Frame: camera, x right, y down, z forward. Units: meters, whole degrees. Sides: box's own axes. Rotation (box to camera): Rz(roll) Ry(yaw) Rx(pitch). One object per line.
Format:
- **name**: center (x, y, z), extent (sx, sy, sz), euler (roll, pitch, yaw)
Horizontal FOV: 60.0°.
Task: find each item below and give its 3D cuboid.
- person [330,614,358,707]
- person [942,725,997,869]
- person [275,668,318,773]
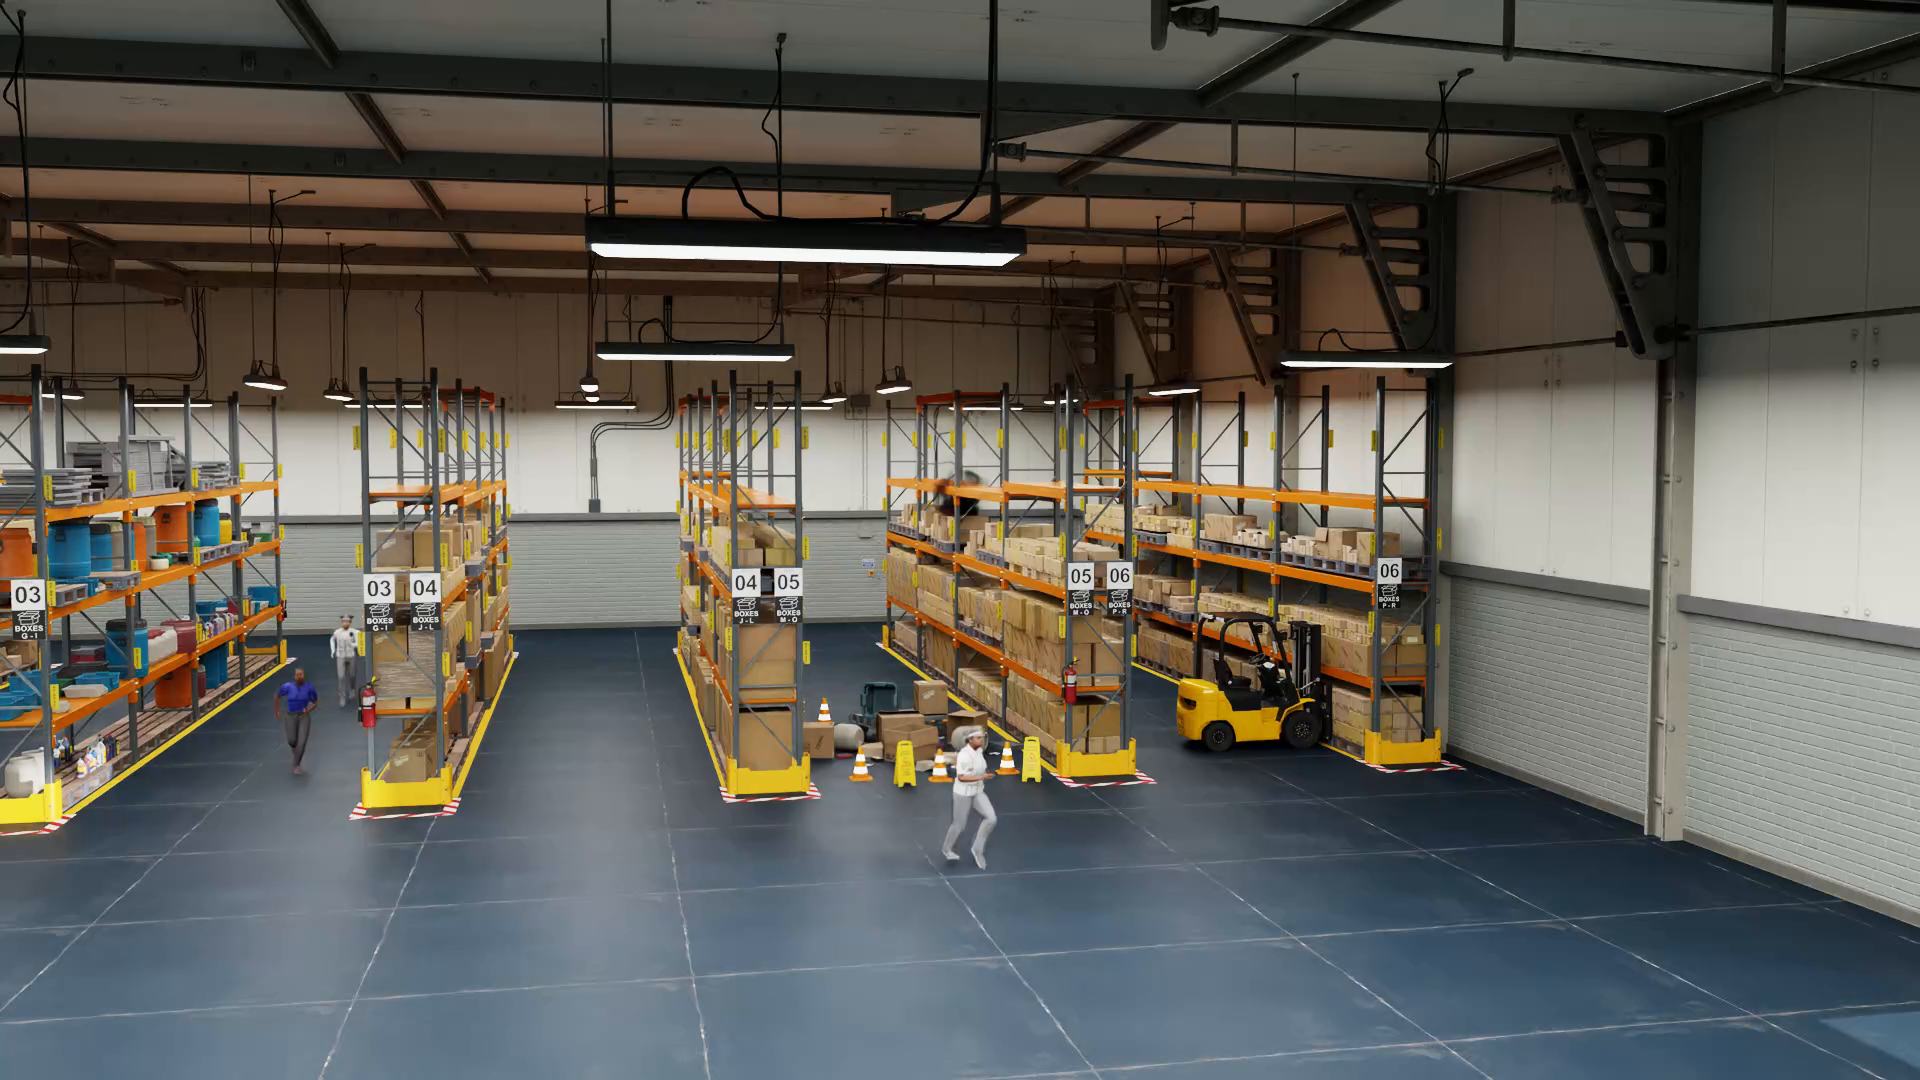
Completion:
- **person**: center (-11.662, 2.255, 31.612), extent (0.597, 1.700, 0.896), euler (-1, 4, -16)
- **person**: center (0.107, 3.003, 19.552), extent (0.816, 1.700, 0.601), euler (3, 4, 39)
- **person**: center (-10.020, 2.724, 25.125), extent (0.615, 1.606, 0.643), euler (-1, 4, -22)
